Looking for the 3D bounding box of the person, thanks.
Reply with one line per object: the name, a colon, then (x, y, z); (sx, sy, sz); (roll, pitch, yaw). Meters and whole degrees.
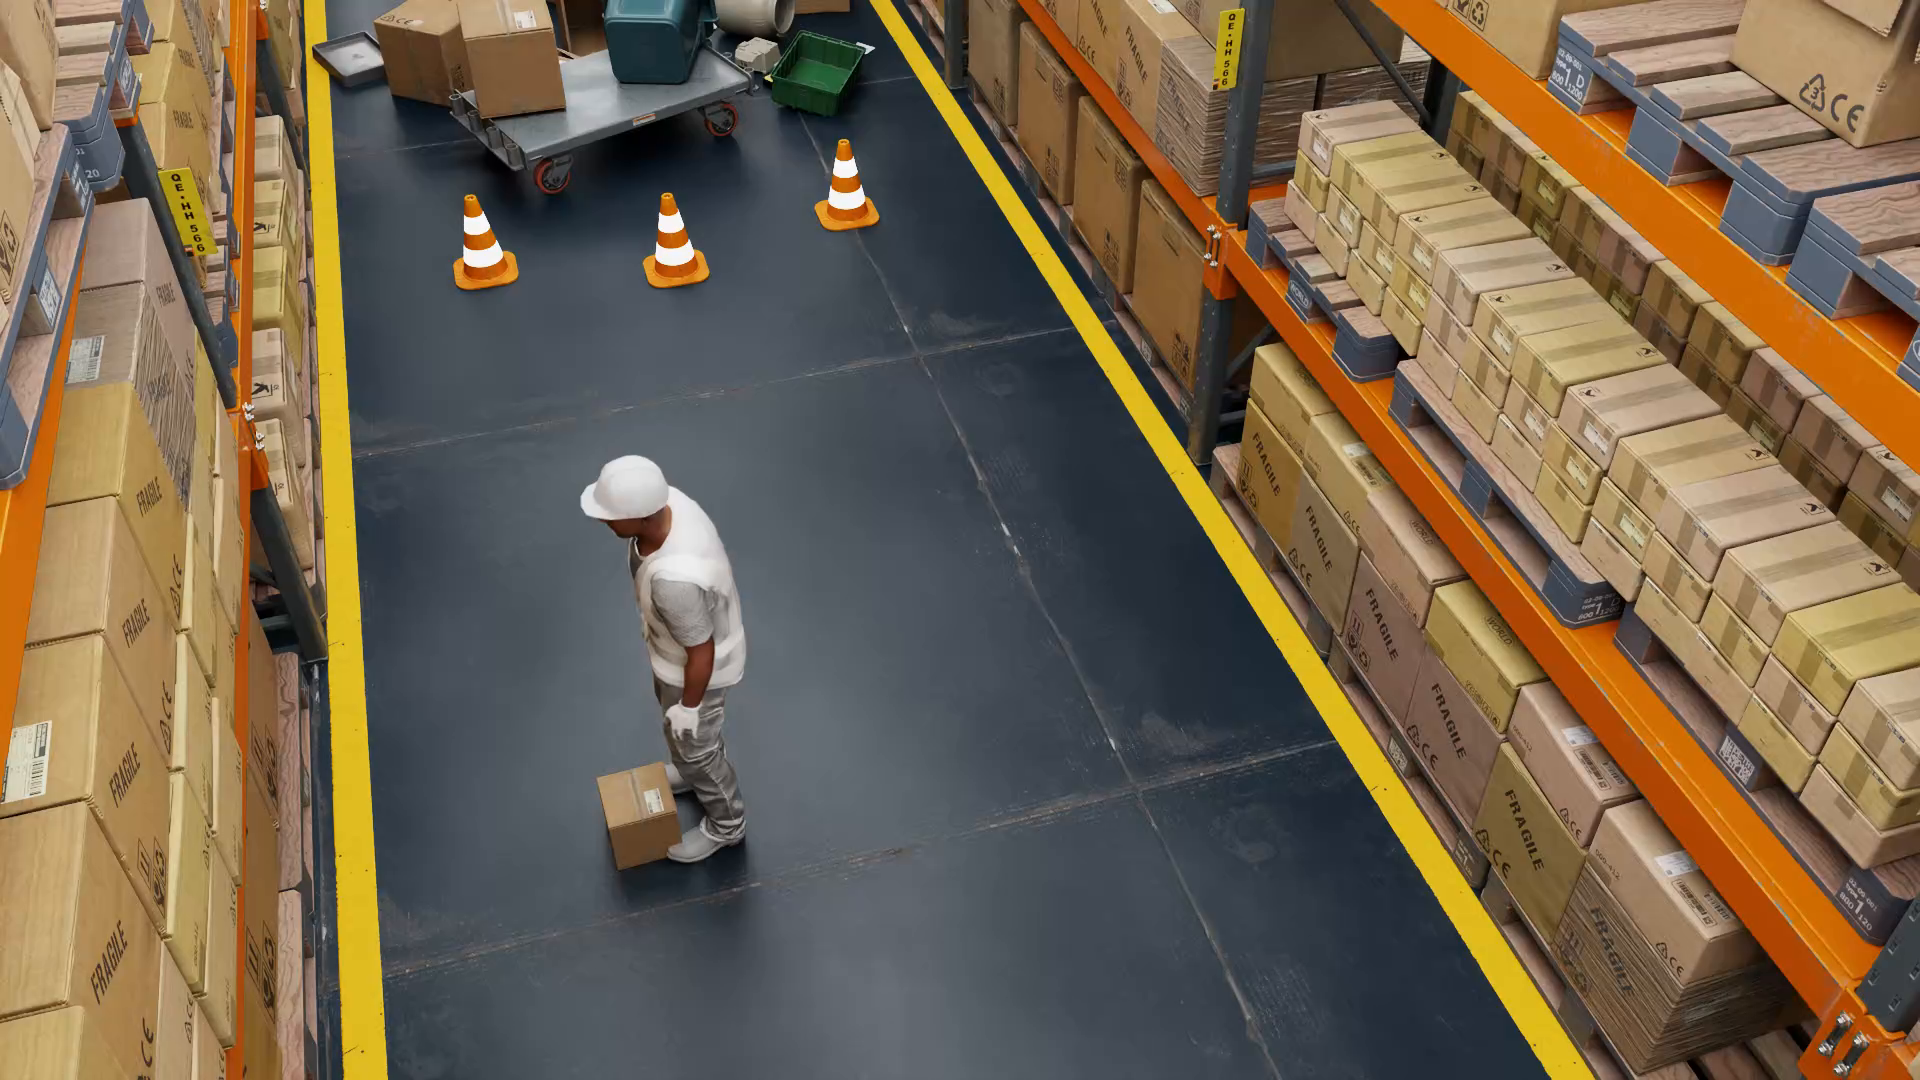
person: (-0.966, 0.395, 5.711); (0.447, 1.774, 0.618); (-12, 43, -13)
